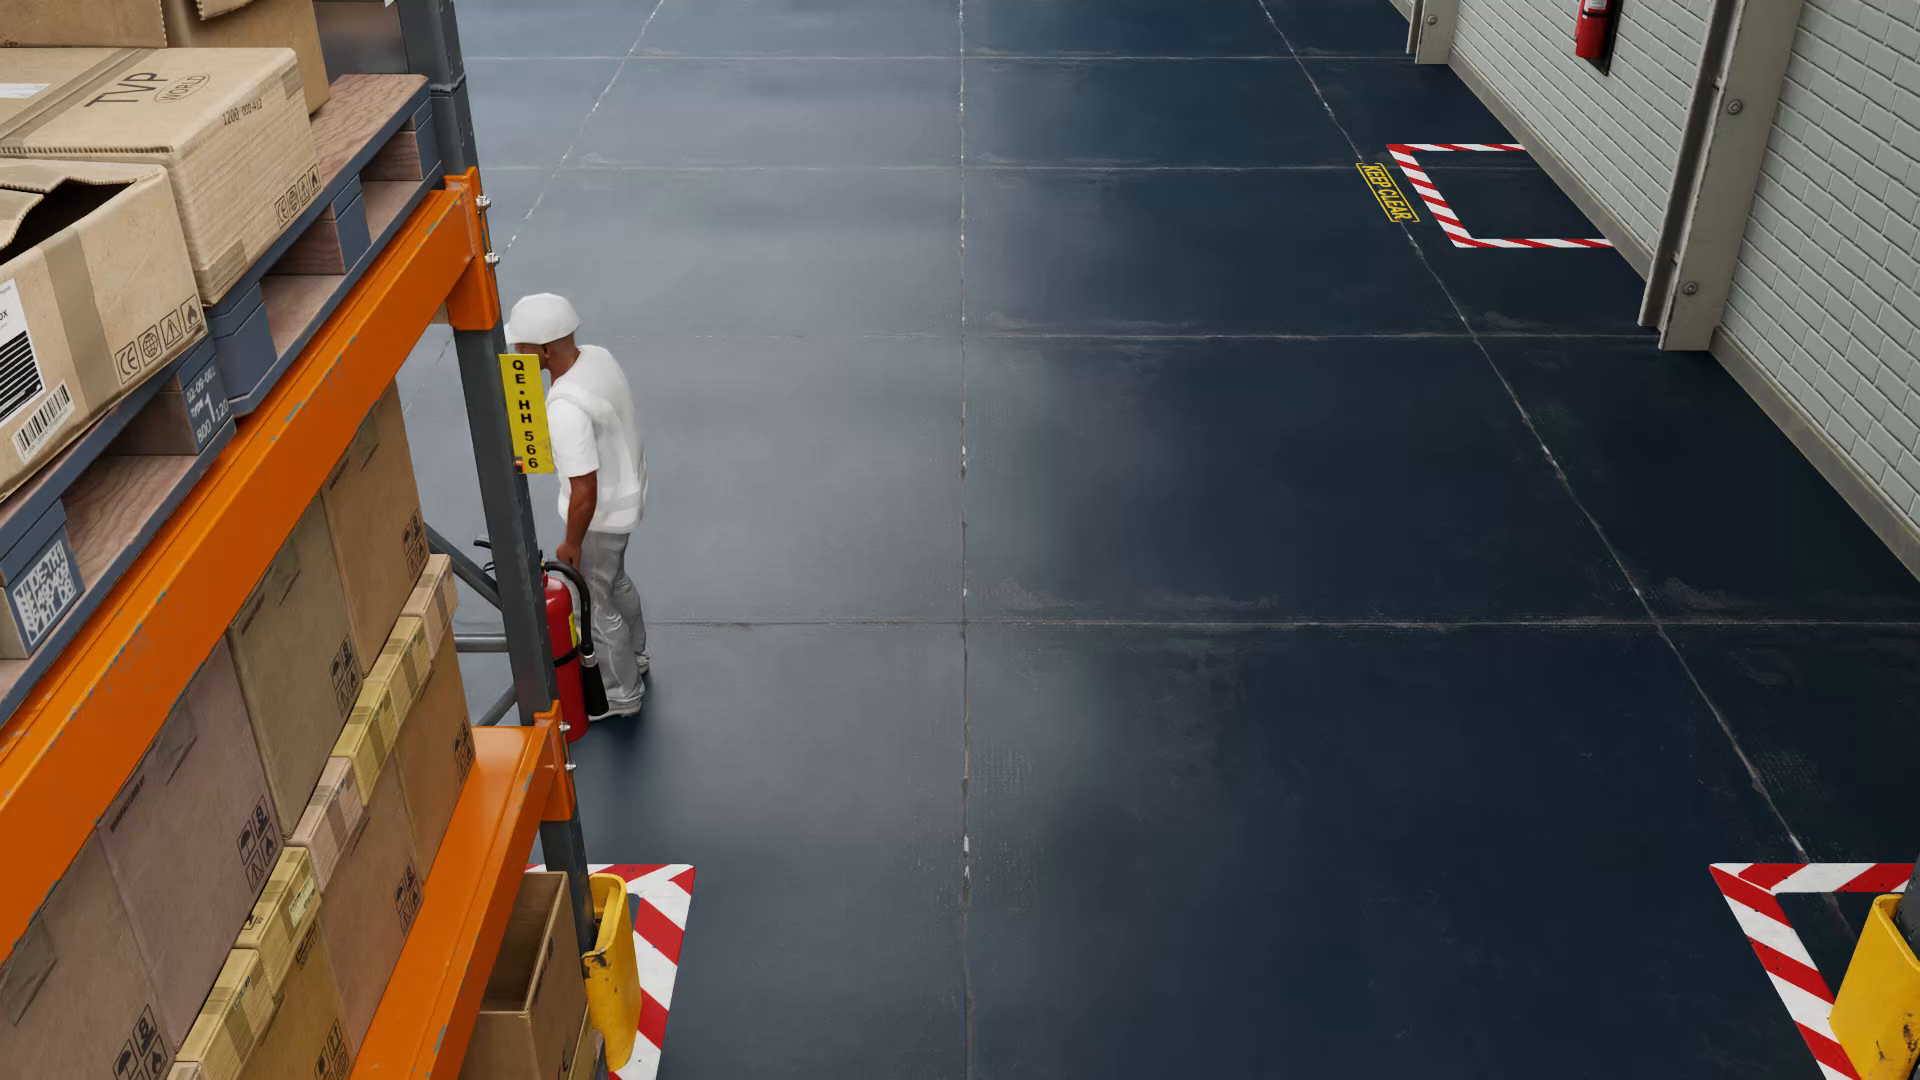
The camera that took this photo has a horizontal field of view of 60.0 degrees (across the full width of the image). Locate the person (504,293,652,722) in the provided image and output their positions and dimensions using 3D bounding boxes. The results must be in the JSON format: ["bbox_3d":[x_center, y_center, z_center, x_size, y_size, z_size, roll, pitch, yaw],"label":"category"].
[{"bbox_3d":[-1.414,-0.125,6.322,0.460,1.761,0.627,0,31,0],"label":"person"}]
